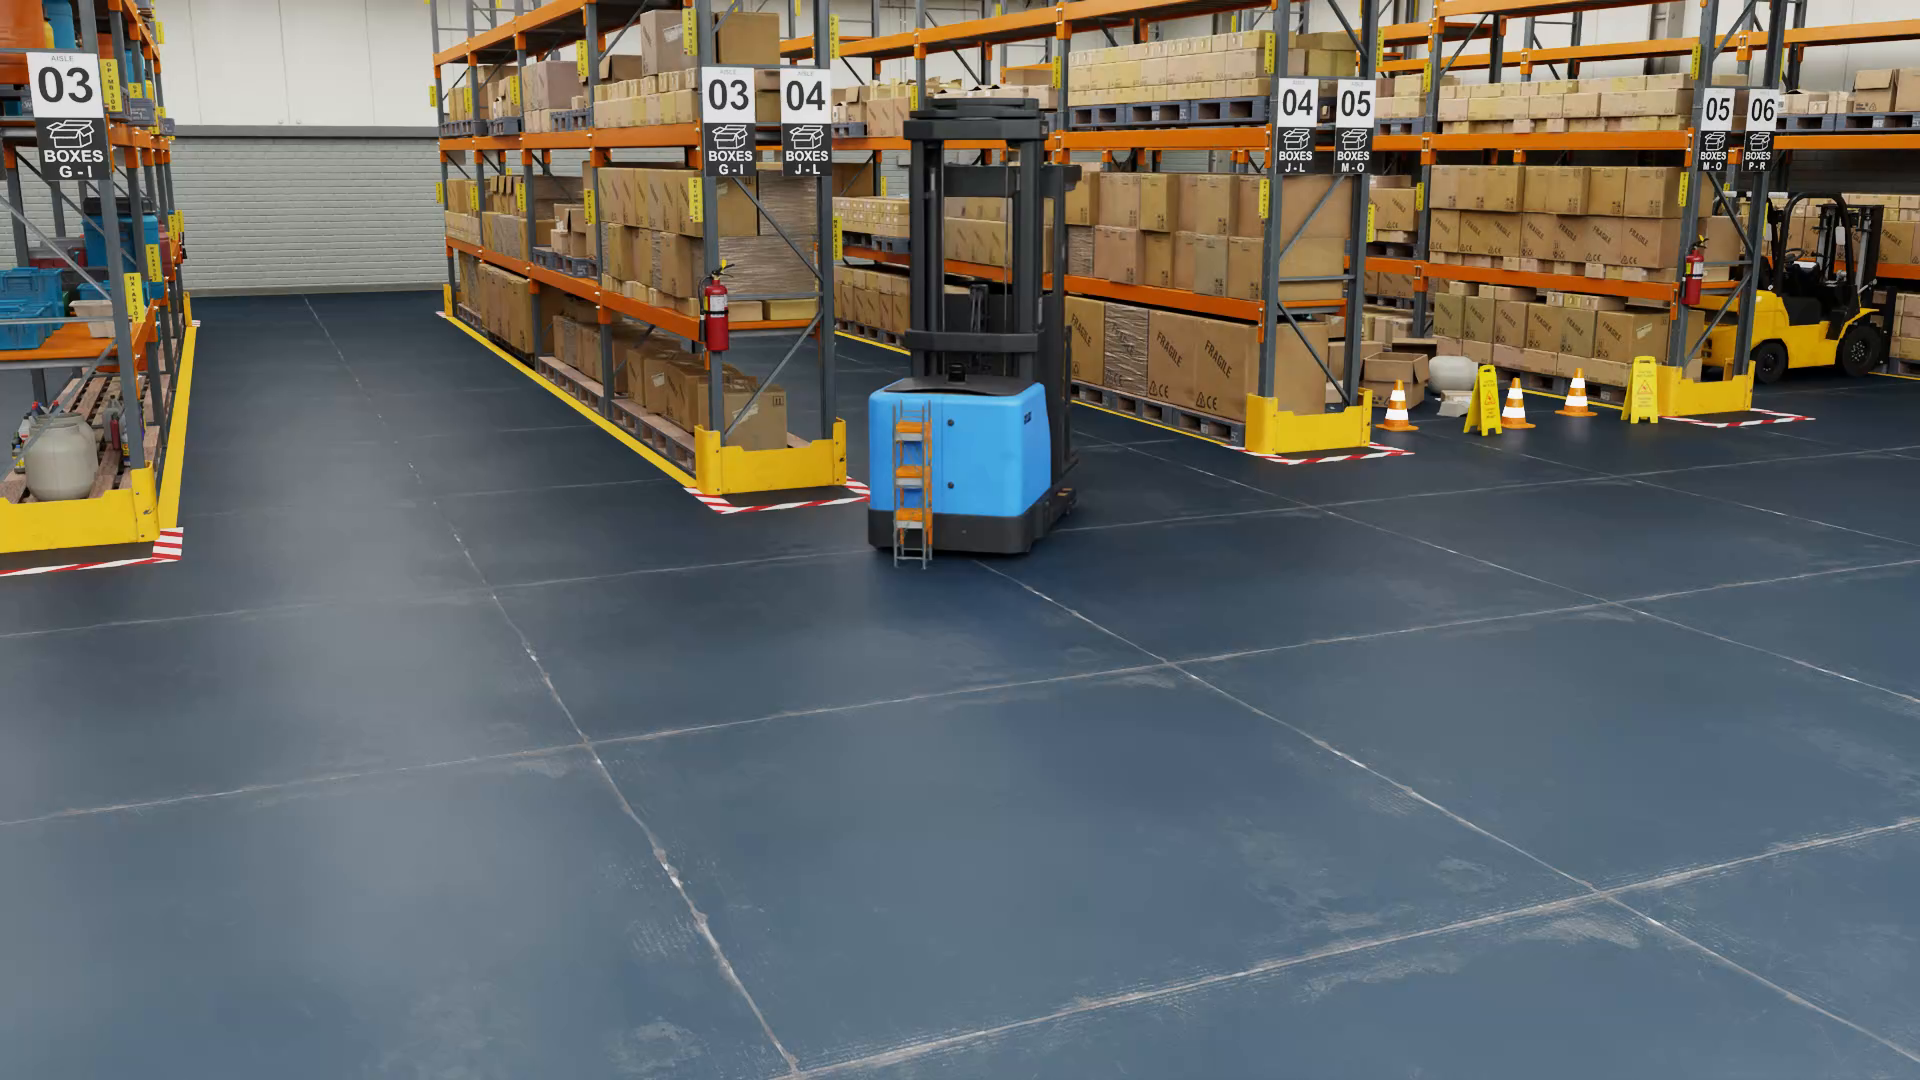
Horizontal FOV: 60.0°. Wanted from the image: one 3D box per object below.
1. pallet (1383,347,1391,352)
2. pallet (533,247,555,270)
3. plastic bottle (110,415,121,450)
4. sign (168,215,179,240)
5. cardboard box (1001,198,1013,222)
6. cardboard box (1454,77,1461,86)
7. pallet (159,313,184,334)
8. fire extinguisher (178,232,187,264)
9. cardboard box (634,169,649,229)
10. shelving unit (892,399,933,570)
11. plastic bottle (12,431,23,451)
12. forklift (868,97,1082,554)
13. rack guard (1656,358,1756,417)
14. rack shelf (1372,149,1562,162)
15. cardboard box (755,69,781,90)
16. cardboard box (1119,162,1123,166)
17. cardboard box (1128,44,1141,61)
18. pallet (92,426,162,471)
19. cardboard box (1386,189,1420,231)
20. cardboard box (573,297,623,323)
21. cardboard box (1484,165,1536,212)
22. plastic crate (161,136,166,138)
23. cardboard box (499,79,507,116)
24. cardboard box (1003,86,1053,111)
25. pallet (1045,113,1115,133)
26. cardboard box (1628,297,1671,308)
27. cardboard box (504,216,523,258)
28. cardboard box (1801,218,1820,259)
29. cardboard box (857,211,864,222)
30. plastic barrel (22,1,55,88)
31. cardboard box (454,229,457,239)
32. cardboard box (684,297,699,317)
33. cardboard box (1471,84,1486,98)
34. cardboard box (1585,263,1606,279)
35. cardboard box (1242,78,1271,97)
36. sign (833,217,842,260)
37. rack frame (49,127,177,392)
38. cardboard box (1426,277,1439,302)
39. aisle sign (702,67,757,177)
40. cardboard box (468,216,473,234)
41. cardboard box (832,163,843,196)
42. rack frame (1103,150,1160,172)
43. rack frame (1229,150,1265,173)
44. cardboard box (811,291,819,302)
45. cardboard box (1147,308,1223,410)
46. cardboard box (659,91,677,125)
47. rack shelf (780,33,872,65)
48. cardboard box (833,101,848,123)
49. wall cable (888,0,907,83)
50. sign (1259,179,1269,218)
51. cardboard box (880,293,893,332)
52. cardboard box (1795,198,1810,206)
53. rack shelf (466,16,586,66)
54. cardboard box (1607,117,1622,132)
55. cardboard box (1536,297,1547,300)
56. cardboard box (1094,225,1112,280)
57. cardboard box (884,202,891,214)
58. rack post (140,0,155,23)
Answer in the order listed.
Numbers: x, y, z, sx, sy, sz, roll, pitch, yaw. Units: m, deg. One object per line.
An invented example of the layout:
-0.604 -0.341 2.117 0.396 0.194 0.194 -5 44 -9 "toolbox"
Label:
5.702 -2.400 21.270 1.003 0.211 1.213 -6 14 -23 "pallet"
-4.284 -3.298 19.391 1.213 0.211 1.003 -6 14 -23 "pallet"
-6.911 -0.889 13.606 0.061 0.283 0.133 -6 14 -23 "plastic bottle"
-10.303 -4.092 21.784 0.100 0.325 0.005 -6 14 -23 "sign"
0.906 -3.978 19.465 0.700 0.500 0.500 -6 14 -23 "cardboard box"
5.939 -5.693 20.955 0.500 0.250 0.500 -6 14 -24 "cardboard box"
-12.115 -3.202 24.736 1.003 0.211 1.213 -6 14 -23 "pallet"
-12.054 -4.587 25.535 0.296 0.674 0.183 -6 14 -23 "fire extinguisher"
-2.506 -2.958 14.401 0.500 0.500 0.500 -6 14 -23 "cardboard box"
-0.300 -0.354 10.568 0.215 1.050 0.252 2 13 8 "shelving unit"
-7.202 -0.682 12.712 0.061 0.283 0.133 -5 14 -22 "plastic bottle"
0.245 -1.625 11.889 1.130 2.935 3.031 3 13 14 "forklift"
7.587 -1.569 17.040 1.175 0.500 0.348 -6 14 -23 "rack guard"
8.158 -6.397 27.300 1.077 0.370 4.000 -6 14 -23 "rack shelf"
-1.361 -3.536 12.792 0.380 0.149 0.250 -6 14 -23 "cardboard box"
2.805 -6.242 27.811 0.380 0.149 0.250 -5 14 -22 "cardboard box"
1.866 -4.741 16.187 0.380 0.149 0.250 -6 14 -23 "cardboard box"
-7.372 -0.754 14.159 1.003 0.211 1.213 -6 14 -23 "pallet"
5.620 -4.070 20.491 0.500 0.500 0.500 -6 14 -24 "cardboard box"
-4.150 -2.646 19.056 0.500 0.250 0.500 -4 14 -17 "cardboard box"
6.354 -3.954 18.703 0.700 0.500 0.500 -6 14 -24 "cardboard box"
-11.753 -5.914 24.089 0.450 0.188 0.336 -6 14 -23 "plastic crate"
-5.505 -5.665 21.382 0.797 0.503 0.637 -6 14 -24 "cardboard box"
0.824 -5.006 18.875 0.500 0.250 0.500 -6 14 -23 "cardboard box"
1.108 -4.683 18.721 0.805 0.209 1.217 -6 14 -25 "pallet"
10.039 -3.362 23.579 0.875 0.625 0.625 -6 14 -24 "cardboard box"
-5.497 -3.868 21.206 0.500 0.500 0.500 -6 14 -25 "cardboard box"
10.928 -3.769 20.782 0.500 0.500 0.500 -6 14 -24 "cardboard box"
-1.216 -4.510 23.171 0.380 0.149 0.250 -5 14 -22 "cardboard box"
-6.574 -3.410 11.451 0.600 0.588 0.600 0 13 0 "plastic barrel"
-7.619 -4.744 25.771 0.380 0.149 0.250 -6 14 -24 "cardboard box"
-2.013 -1.892 13.451 0.380 0.149 0.250 -6 14 -23 "cardboard box"
6.071 -5.124 18.992 0.380 0.149 0.250 -6 14 -25 "cardboard box"
6.855 -2.854 17.607 0.380 0.149 0.250 -5 14 -22 "cardboard box"
2.679 -3.933 14.464 0.380 0.149 0.250 -6 14 -23 "cardboard box"
-0.966 -2.347 12.937 0.100 0.325 0.005 -6 14 -23 "sign"
-9.206 -3.081 18.031 1.000 3.000 0.127 -6 14 -23 "rack frame"
7.965 -4.245 27.673 0.500 0.500 0.500 -6 14 -25 "cardboard box"
-1.713 -3.103 12.357 0.394 0.787 0.004 -6 14 -23 "aisle sign"
-6.896 -4.601 24.271 0.500 0.250 0.500 -5 14 -21 "cardboard box"
-2.121 -5.536 25.537 0.500 0.500 0.500 -6 14 -25 "cardboard box"
2.811 -5.250 27.402 1.000 3.000 0.127 -6 14 -23 "rack frame"
5.755 -6.526 32.913 1.000 3.000 0.127 -6 14 -23 "rack frame"
-2.102 -3.779 25.778 0.380 0.149 0.250 -5 14 -22 "cardboard box"
2.436 -1.788 16.225 0.875 0.875 0.875 -6 14 -24 "cardboard box"
-2.091 -3.444 13.277 0.500 0.250 0.500 -6 14 -23 "cardboard box"
-2.486 -7.766 26.570 1.077 0.370 4.000 -6 14 -23 "rack shelf"
-1.524 -6.204 24.137 0.500 0.311 0.500 -6 14 -24 "cardboard box"
-1.328 -10.149 35.264 0.463 3.000 0.029 -6 14 -23 "wall cable"
2.620 -2.936 14.311 0.100 0.325 0.005 -6 14 -23 "sign"
-0.790 -3.163 22.994 0.500 0.500 0.500 -5 14 -21 "cardboard box"
10.725 -4.303 20.991 0.380 0.149 0.250 -5 14 -22 "cardboard box"
-5.468 -6.319 21.199 1.077 0.370 4.000 -6 14 -23 "rack shelf"
6.973 -4.323 17.301 0.380 0.149 0.250 -6 14 -23 "cardboard box"
6.909 -2.520 19.107 0.500 0.500 0.500 -5 14 -20 "cardboard box"
1.920 -3.016 17.415 0.875 0.550 0.550 -6 14 -23 "cardboard box"
-0.797 -4.440 22.207 0.380 0.149 0.250 -6 14 -24 "cardboard box"
-9.880 -6.180 19.224 0.937 0.300 0.954 -4 14 -17 "rack post"
